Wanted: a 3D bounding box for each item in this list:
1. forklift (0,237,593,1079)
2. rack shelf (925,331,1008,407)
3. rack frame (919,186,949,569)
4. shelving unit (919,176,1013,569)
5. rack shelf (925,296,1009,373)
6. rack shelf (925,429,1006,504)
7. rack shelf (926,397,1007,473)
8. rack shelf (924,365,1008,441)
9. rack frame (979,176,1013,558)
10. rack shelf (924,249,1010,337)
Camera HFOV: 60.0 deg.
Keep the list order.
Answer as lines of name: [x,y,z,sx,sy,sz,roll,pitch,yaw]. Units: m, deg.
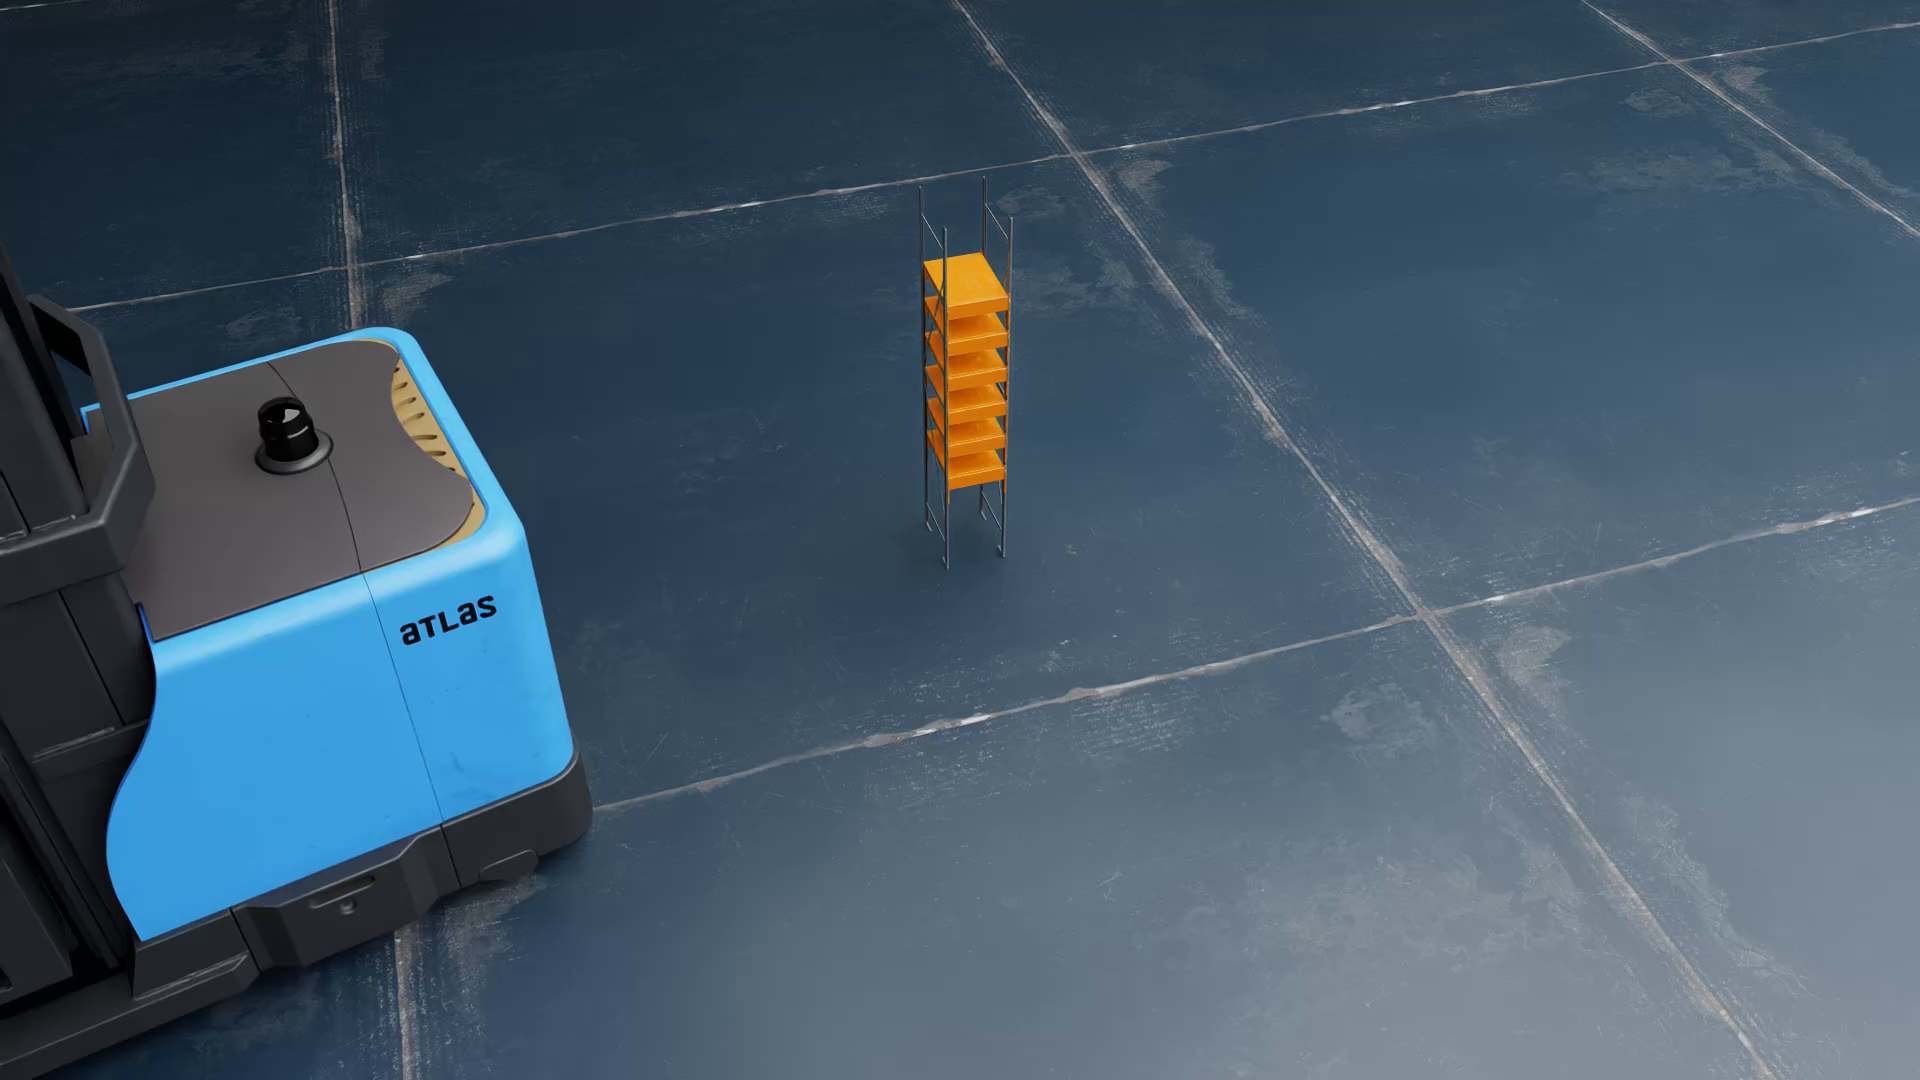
forklift: [-2.490,-0.108,3.145,3.031,2.935,1.130,-21,45,-22]
rack shelf: [0.014,-0.512,4.809,0.180,0.103,0.258,-12,42,-13]
rack frame: [-0.073,-0.437,4.838,0.006,1.200,0.240,-12,42,-13]
shelving unit: [0.014,-0.455,4.859,0.189,1.200,0.258,-12,42,-13]
rack shelf: [0.014,-0.602,4.730,0.180,0.103,0.258,-12,42,-13]
rack shelf: [0.014,-0.241,5.046,0.180,0.103,0.258,-12,42,-13]
rack shelf: [0.014,-0.331,4.967,0.180,0.103,0.258,-12,42,-13]
rack shelf: [0.014,-0.421,4.888,0.180,0.103,0.258,-12,42,-13]
rack frame: [0.101,-0.473,4.879,0.006,1.200,0.240,-12,42,-13]
rack shelf: [0.014,-0.692,4.651,0.180,0.103,0.258,-12,42,-13]
